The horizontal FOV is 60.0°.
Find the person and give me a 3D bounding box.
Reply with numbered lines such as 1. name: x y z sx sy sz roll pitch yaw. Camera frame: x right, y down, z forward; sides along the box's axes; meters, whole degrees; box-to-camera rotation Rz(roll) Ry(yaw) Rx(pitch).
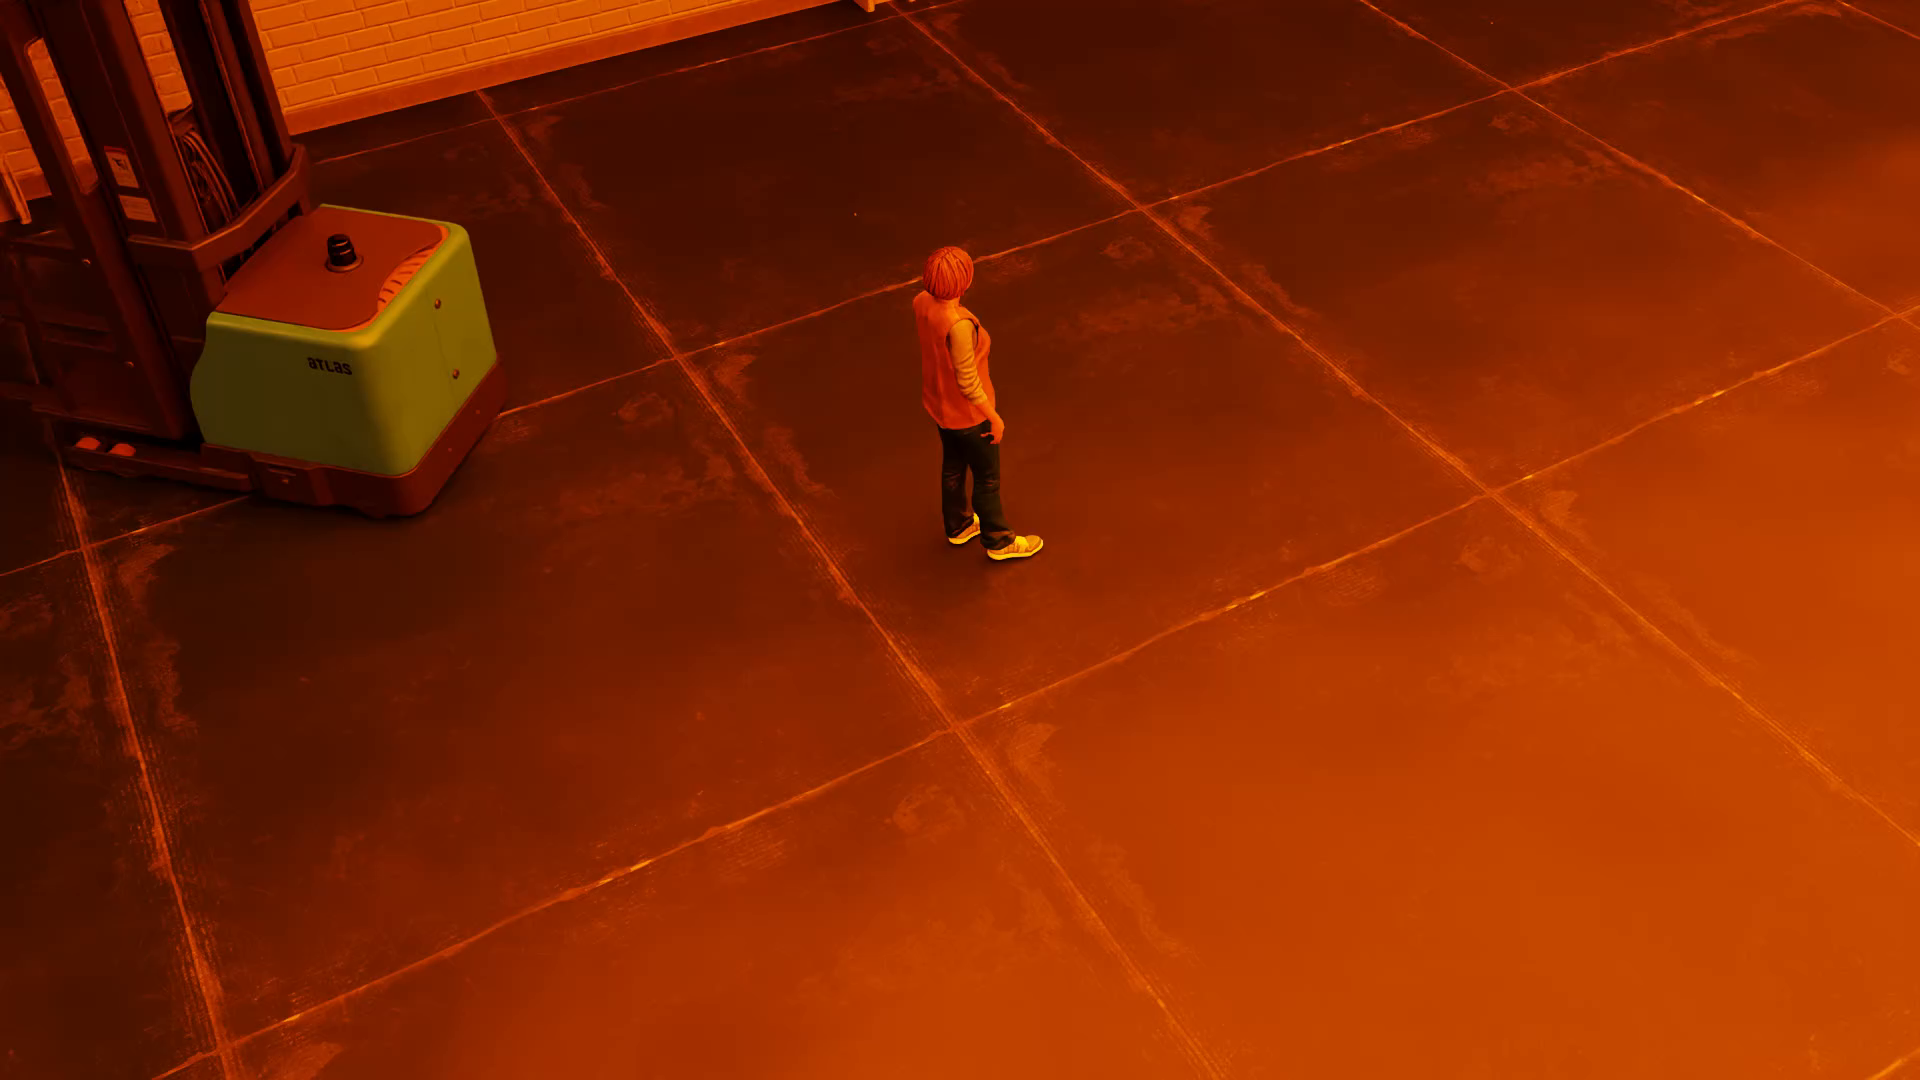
1. person: 0.072 -0.608 7.323 0.473 1.599 0.520 -21 47 -21

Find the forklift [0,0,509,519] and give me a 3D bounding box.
1. forklift: -3.893 -1.722 7.554 3.031 2.935 1.130 10 44 11
